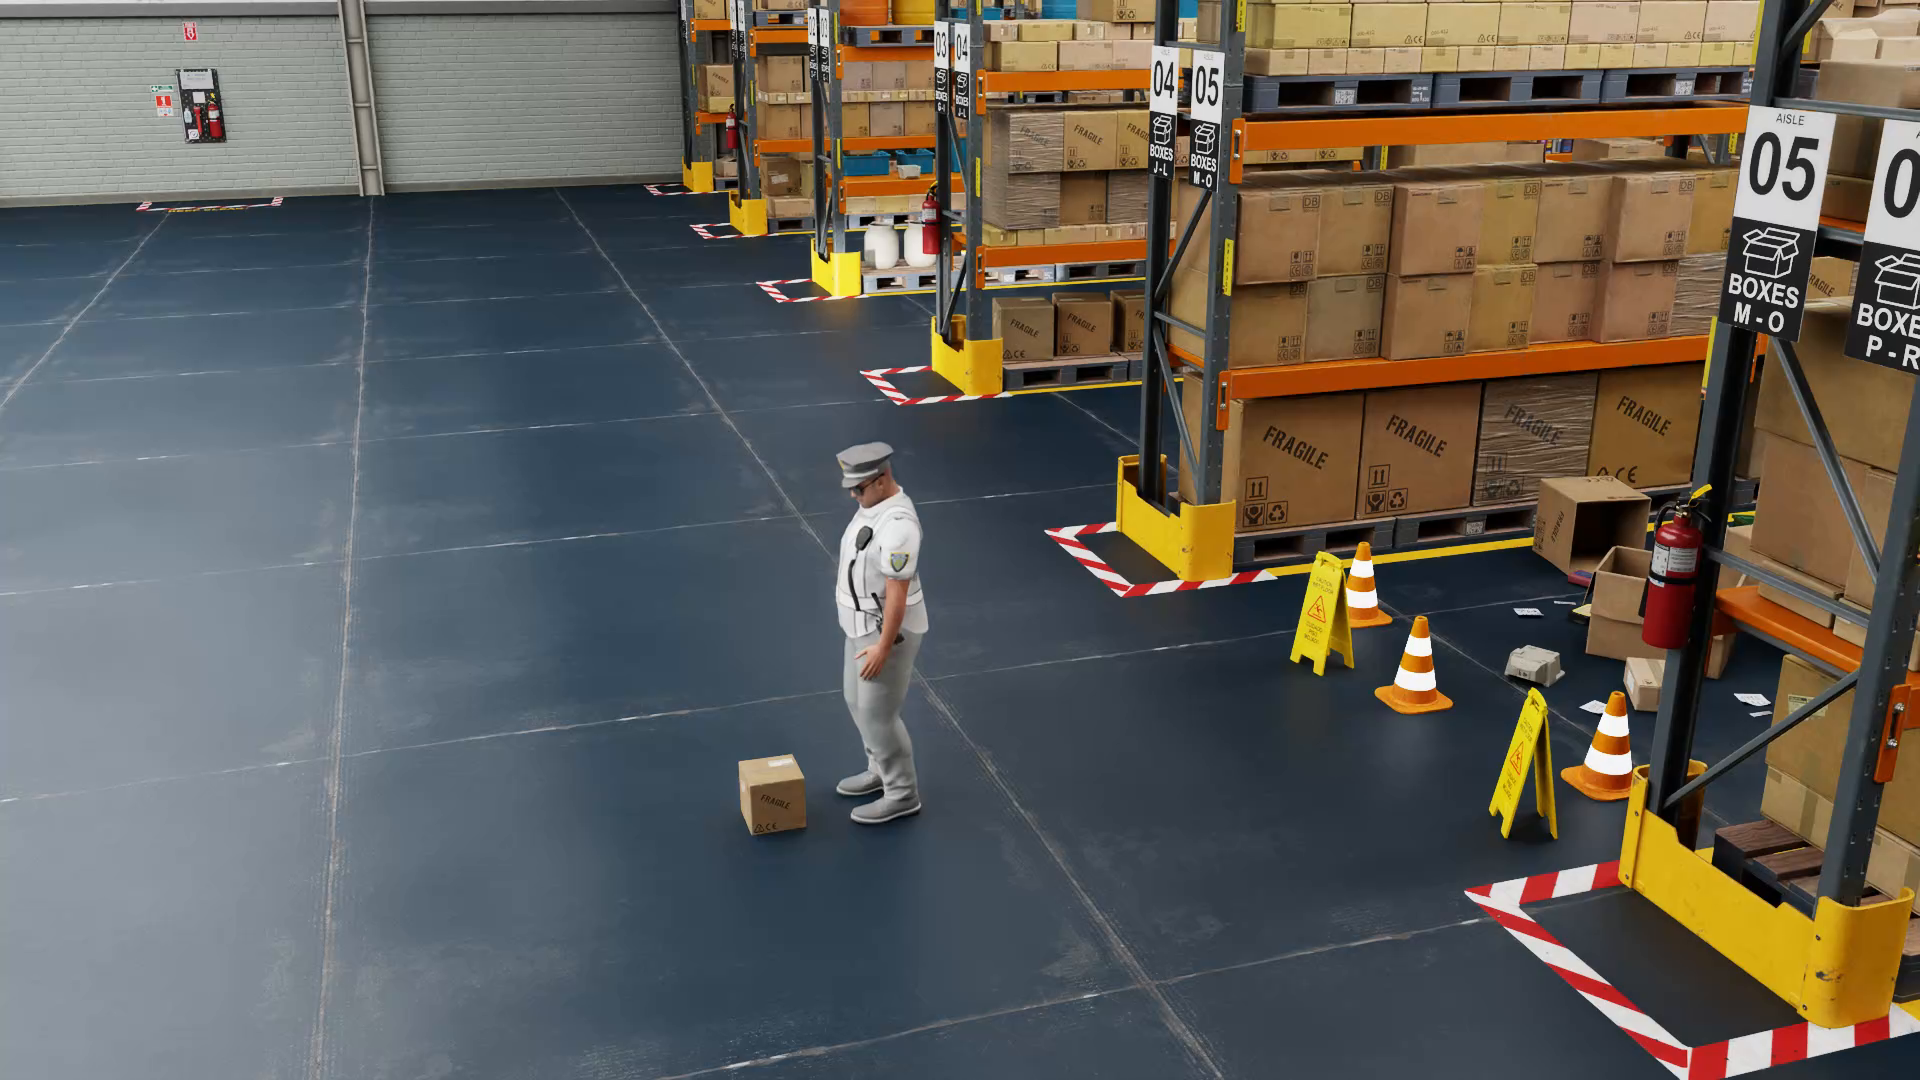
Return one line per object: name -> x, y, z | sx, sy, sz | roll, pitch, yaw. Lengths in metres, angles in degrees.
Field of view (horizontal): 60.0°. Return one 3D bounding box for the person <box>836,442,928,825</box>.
person -> -0.348, 0.410, 7.413 | 0.387, 1.734, 0.535 | -6, 20, -16
